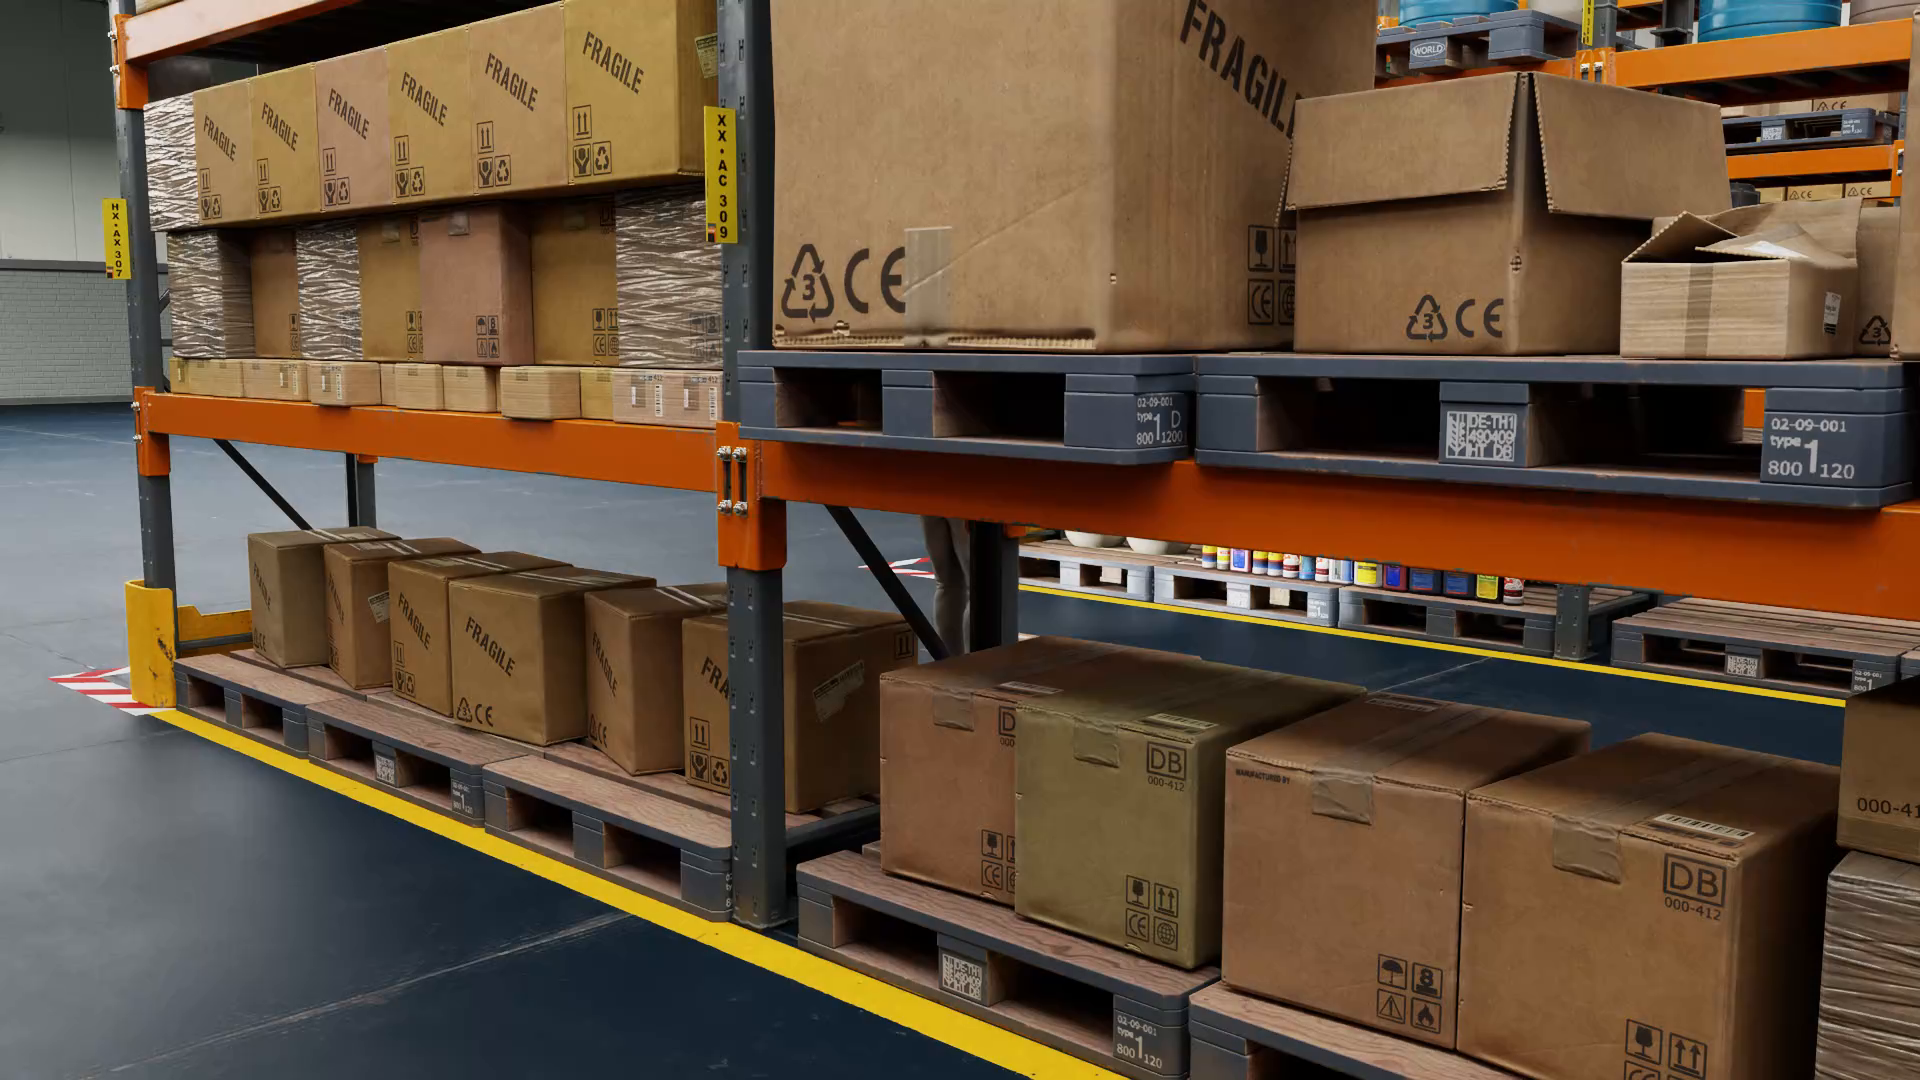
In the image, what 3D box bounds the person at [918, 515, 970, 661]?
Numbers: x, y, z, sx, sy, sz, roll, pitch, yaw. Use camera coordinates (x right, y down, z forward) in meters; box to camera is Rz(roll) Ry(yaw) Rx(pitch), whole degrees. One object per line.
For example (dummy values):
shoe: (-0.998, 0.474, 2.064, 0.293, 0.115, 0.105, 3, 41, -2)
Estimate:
person: (0.026, -0.145, 6.931, 0.514, 1.673, 0.409, 6, 9, 40)
